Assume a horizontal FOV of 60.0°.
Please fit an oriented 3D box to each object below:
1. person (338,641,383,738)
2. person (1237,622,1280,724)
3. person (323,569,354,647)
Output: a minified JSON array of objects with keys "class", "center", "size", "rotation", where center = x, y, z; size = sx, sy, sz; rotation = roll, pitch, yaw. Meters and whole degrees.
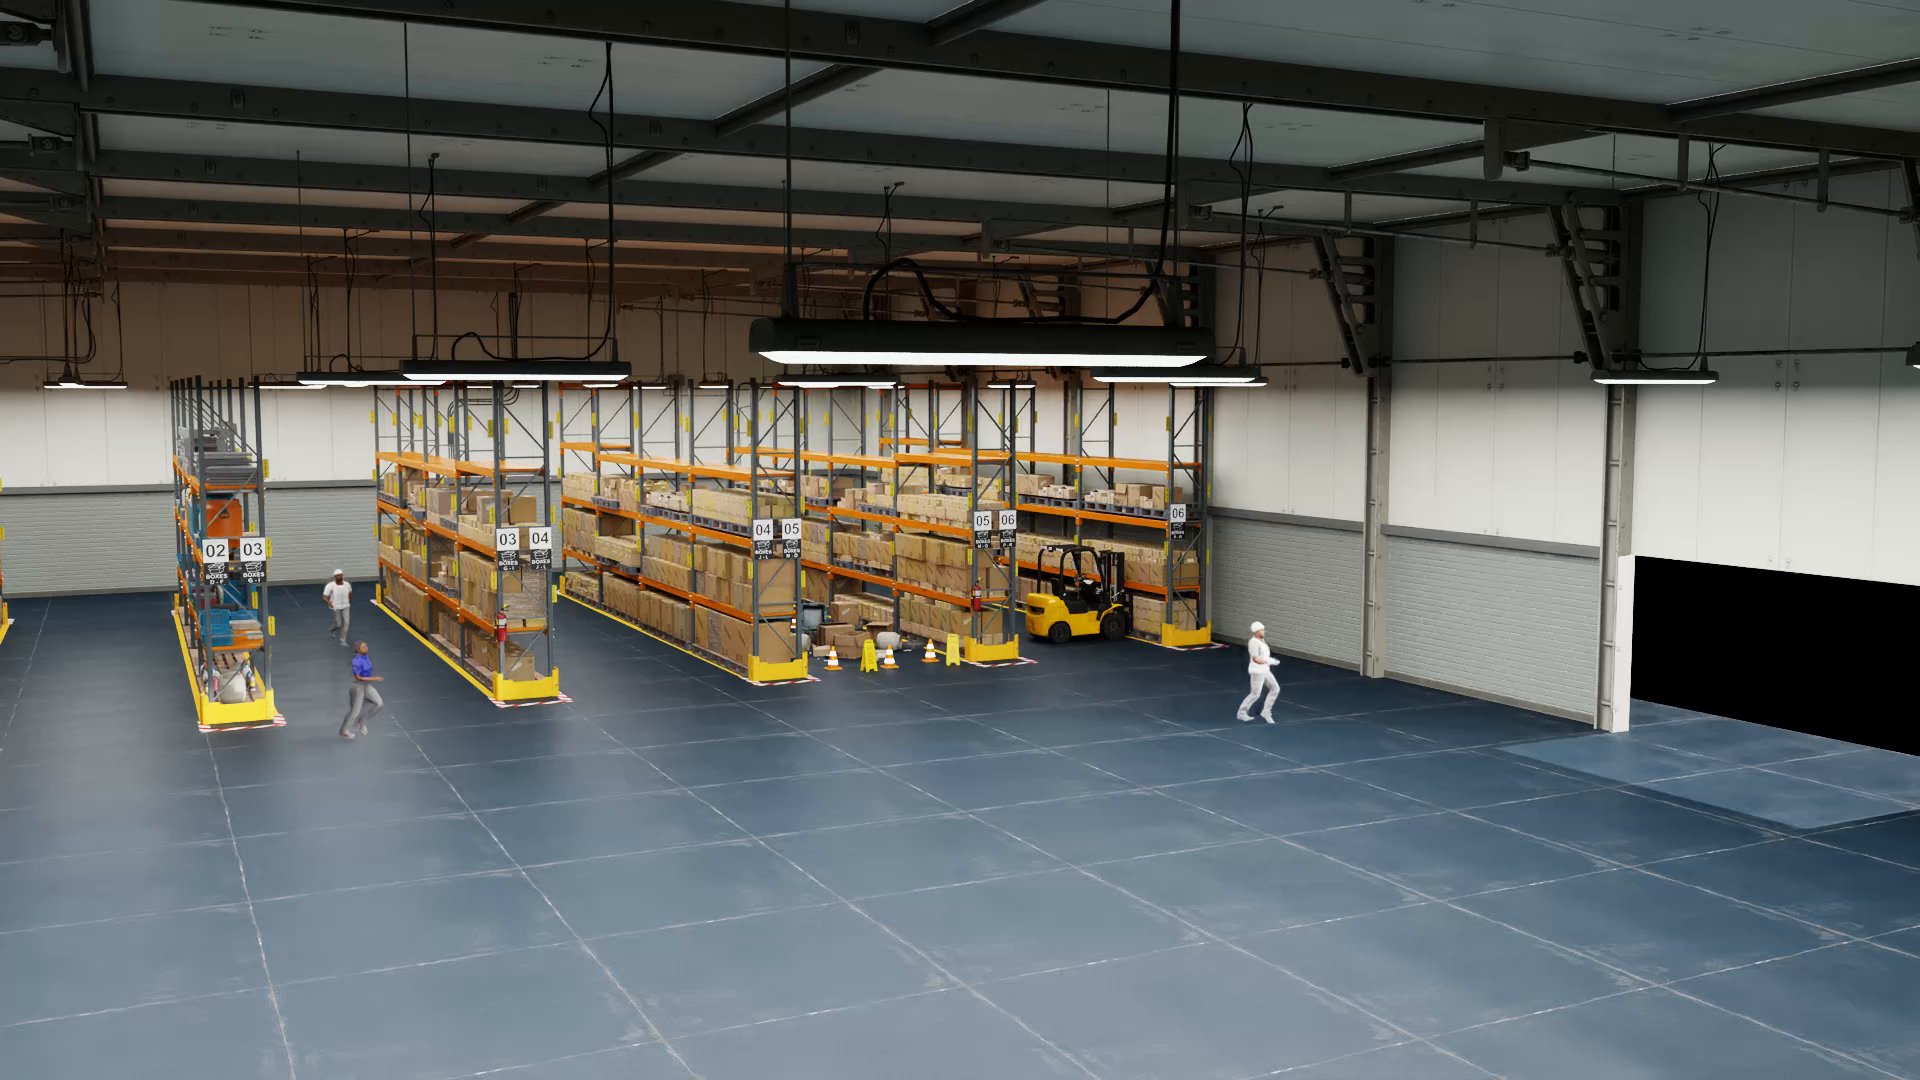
[{"class":"person","center":[-9.870,2.455,27.487],"size":[0.802,1.581,0.589],"rotation":[1,5,10]},{"class":"person","center":[5.175,2.305,28.717],"size":[0.743,1.806,0.692],"rotation":[2,6,25]},{"class":"person","center":[-14.010,1.526,37.556],"size":[0.699,1.738,0.758],"rotation":[-4,7,-41]}]
